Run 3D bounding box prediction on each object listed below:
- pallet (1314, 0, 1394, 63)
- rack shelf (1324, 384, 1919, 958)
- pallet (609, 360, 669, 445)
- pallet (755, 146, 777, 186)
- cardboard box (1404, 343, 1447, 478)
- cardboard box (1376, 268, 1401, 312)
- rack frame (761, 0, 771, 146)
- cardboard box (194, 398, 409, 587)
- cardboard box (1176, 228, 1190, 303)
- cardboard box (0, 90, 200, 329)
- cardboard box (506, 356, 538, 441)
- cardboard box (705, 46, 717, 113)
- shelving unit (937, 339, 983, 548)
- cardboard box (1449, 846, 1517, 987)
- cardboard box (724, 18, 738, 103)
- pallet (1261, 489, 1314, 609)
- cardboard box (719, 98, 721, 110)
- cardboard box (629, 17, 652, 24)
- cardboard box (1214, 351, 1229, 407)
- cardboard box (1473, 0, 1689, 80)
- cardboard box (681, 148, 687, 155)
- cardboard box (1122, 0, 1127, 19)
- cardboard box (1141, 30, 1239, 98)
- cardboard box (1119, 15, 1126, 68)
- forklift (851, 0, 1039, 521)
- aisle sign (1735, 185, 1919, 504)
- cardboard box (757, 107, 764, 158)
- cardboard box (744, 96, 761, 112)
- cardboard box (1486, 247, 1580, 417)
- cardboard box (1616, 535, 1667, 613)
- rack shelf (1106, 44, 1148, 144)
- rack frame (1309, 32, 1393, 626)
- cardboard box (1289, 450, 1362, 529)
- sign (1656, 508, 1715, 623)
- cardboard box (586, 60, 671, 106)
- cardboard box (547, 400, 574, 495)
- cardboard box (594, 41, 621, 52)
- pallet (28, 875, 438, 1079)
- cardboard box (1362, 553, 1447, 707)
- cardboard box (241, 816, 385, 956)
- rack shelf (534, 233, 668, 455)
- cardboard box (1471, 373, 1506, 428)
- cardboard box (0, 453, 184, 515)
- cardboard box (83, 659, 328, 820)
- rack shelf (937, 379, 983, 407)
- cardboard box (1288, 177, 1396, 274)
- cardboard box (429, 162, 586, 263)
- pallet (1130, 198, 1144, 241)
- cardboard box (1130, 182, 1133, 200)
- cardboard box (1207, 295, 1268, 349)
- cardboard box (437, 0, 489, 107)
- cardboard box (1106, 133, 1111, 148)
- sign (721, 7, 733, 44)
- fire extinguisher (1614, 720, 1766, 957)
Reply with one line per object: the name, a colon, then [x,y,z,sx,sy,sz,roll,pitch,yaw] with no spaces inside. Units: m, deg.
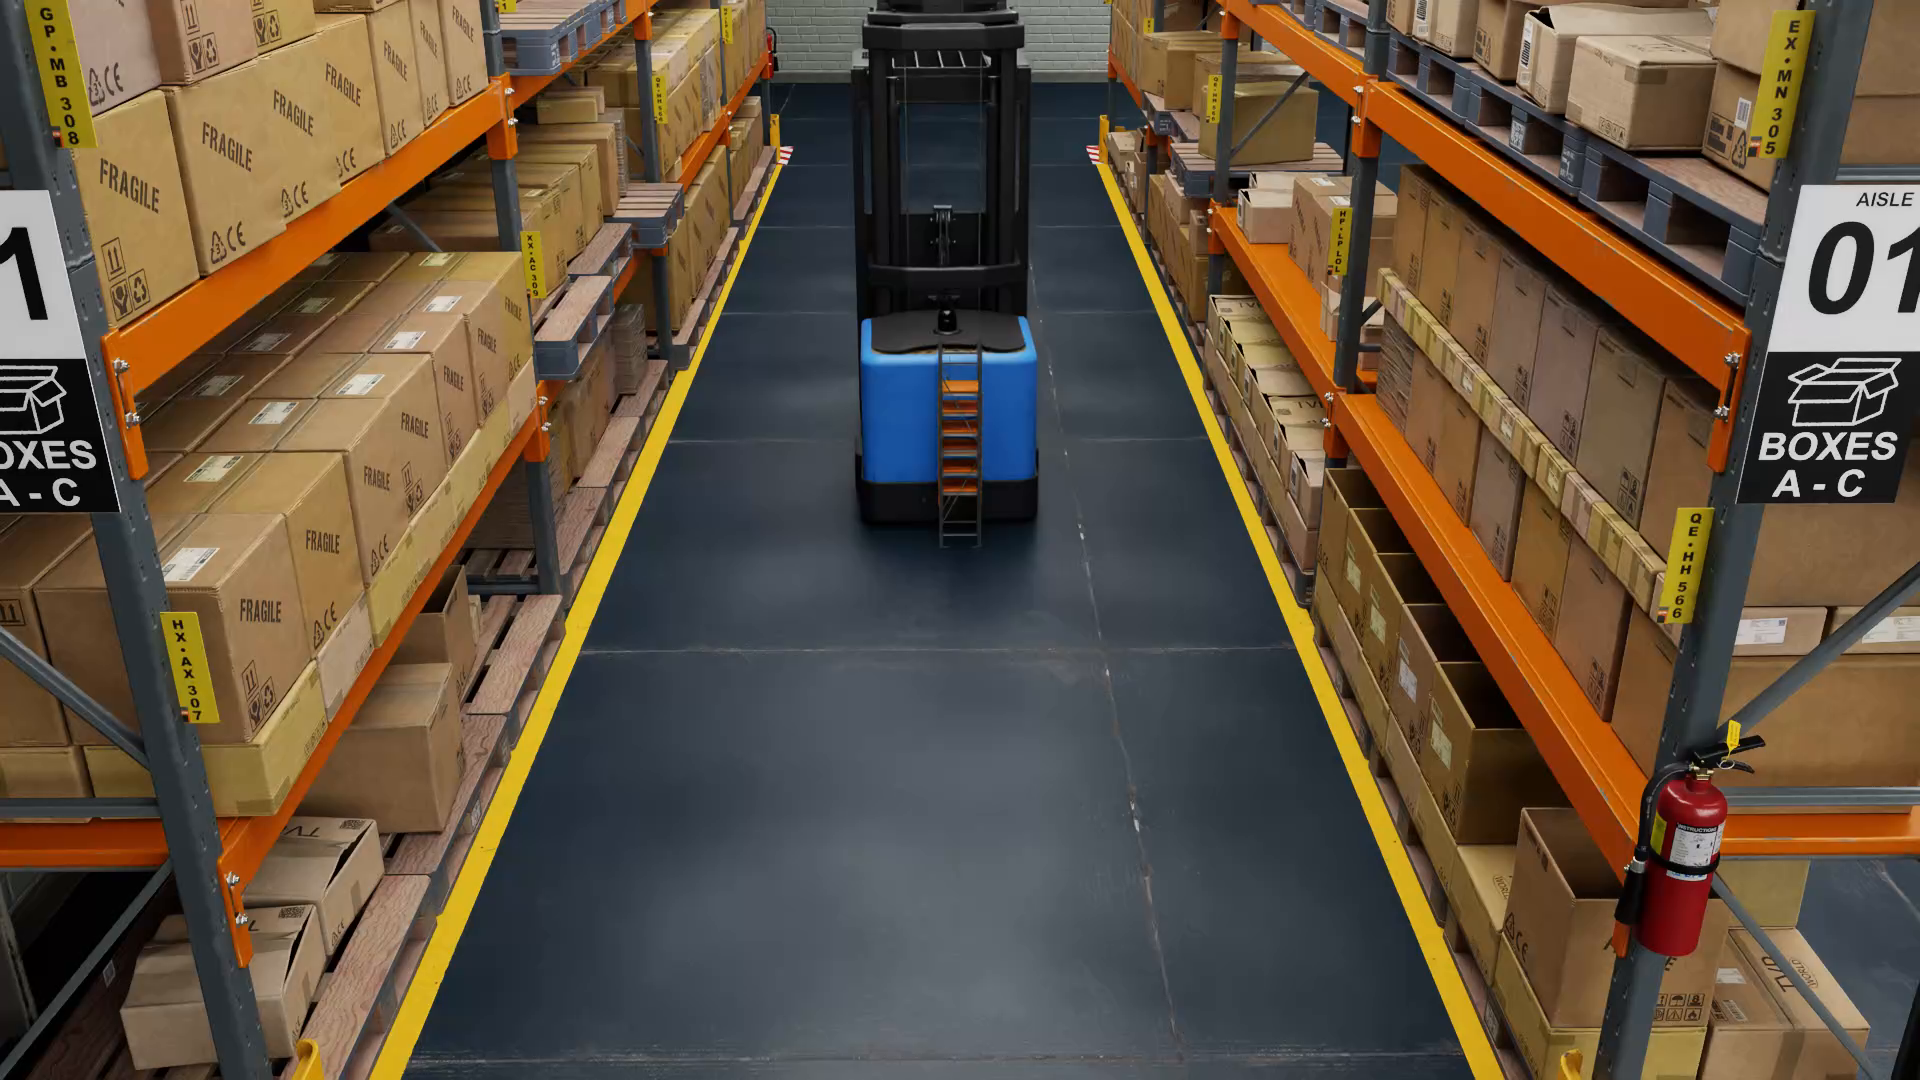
pallet: [2.340,-2.584,8.416,0.805,0.209,1.217,-1,24,-3]
rack shelf: [2.384,0.210,6.518,1.077,0.370,4.000,0,24,-1]
pallet: [-2.627,-0.973,11.646,1.003,0.211,1.213,0,24,-1]
pallet: [-2.635,-4.263,18.919,1.003,0.211,1.213,0,24,-1]
cardboard box: [2.386,-0.587,7.286,0.700,0.500,0.500,-1,24,-1]
cardboard box: [2.172,-1.171,7.791,0.380,0.149,0.250,0,24,-1]
rack frame: [-2.722,-5.862,19.072,1.000,3.000,0.127,0,24,-1]
cardboard box: [-2.247,-0.167,5.726,0.500,0.500,0.500,-1,24,-2]
cardboard box: [2.069,-2.249,13.582,0.500,0.500,0.500,-1,24,-2]
cardboard box: [-2.301,-0.830,4.159,0.500,0.500,0.500,0,24,1]
cardboard box: [-2.283,-0.665,7.737,0.500,0.250,0.500,0,24,0]
cardboard box: [-2.405,-4.005,14.459,0.500,0.500,0.500,0,24,0]
shelving unit: [0.000,-0.541,9.490,0.258,1.200,0.189,0,24,-1]
cardboard box: [2.087,1.343,5.968,0.500,0.250,0.500,0,24,-1]
cardboard box: [-2.668,-4.574,15.860,0.980,0.700,0.700,0,24,0]
pallet: [2.316,0.026,9.437,1.003,0.211,1.213,0,24,-1]
cardboard box: [-2.391,-3.971,15.170,0.380,0.149,0.250,0,24,0]
cardboard box: [-2.921,-4.340,14.289,0.500,0.250,0.500,0,24,0]
cardboard box: [2.037,-1.104,11.378,0.500,0.250,0.500,-1,24,-2]
cardboard box: [2.254,-1.931,5.935,0.797,0.503,0.637,2,24,5]
cardboard box: [-2.434,-3.229,13.531,0.380,0.149,0.250,0,24,0]
cardboard box: [1.987,-5.782,17.559,0.500,0.500,0.500,0,24,0]
cardboard box: [2.057,-4.279,14.939,0.700,0.500,0.500,-9,26,-18]
cardboard box: [1.986,-5.328,17.770,0.500,0.500,0.500,0,24,-1]
forklift: [-0.128,-2.016,10.650,1.130,2.935,3.031,-1,24,-2]
aisle sign: [2.113,-0.449,3.949,0.394,0.787,0.004,0,24,-1]
cardboard box: [-2.614,-4.627,18.864,0.700,0.500,0.500,0,24,-1]
cardboard box: [-2.430,-4.870,18.615,0.380,0.149,0.250,-1,24,-1]
cardboard box: [2.390,-0.775,6.128,0.700,0.500,0.500,0,24,-1]
cardboard box: [2.207,0.101,4.978,0.380,0.149,0.250,0,24,1]
rack shelf: [2.253,-4.734,17.451,1.077,0.370,4.000,0,24,-1]
rack frame: [2.363,-0.941,8.192,1.000,3.000,0.127,0,24,-1]
cardboard box: [2.071,-0.301,8.922,0.500,0.311,0.500,0,24,-1]
sign: [1.863,0.068,4.267,0.100,0.325,0.005,0,24,-1]
cardboard box: [-2.382,-3.298,11.985,0.500,0.250,0.500,0,24,1]
cardboard box: [-2.671,-0.495,9.704,0.700,0.500,0.500,-1,24,-2]
cardboard box: [-2.903,-3.708,12.893,0.500,0.250,0.500,-1,24,-2]
pallet: [-2.521,1.635,5.879,1.003,0.211,1.213,0,24,-1]
cardboard box: [2.066,0.383,7.180,0.500,0.500,0.500,0,24,-1]
cardboard box: [-2.471,1.235,6.109,0.500,0.311,0.500,2,24,4]
rack shelf: [-2.613,-1.414,10.109,1.077,0.370,4.000,0,24,-1]
cardboard box: [2.192,-0.533,6.379,0.380,0.149,0.250,0,24,-1]
cardboard box: [-2.760,0.047,5.253,0.500,0.500,0.500,0,24,0]
cardboard box: [-2.235,0.587,4.969,0.500,0.250,0.500,-1,24,-2]
rack shelf: [0.000,-0.828,9.360,0.258,0.103,0.180,0,24,-1]
cardboard box: [2.354,-1.944,10.287,0.500,0.500,0.500,-2,24,-3]
cardboard box: [-2.600,-1.875,9.601,0.700,0.500,0.500,3,25,7]
pallet: [2.269,-3.250,16.681,1.003,0.211,1.213,0,24,-1]
cardboard box: [1.921,-3.527,16.834,0.380,0.149,0.250,0,24,-1]
cardboard box: [2.031,-1.567,11.720,0.500,0.311,0.500,1,24,1]
cardboard box: [-2.338,-2.131,7.036,0.500,0.500,0.500,0,24,1]
cardboard box: [1.893,-4.614,19.237,0.380,0.149,0.250,0,24,-1]
sign: [-2.136,-4.712,15.220,0.100,0.325,0.005,0,24,-1]
fire extinguisher: [1.943,0.793,4.451,0.296,0.674,0.183,0,24,-1]
